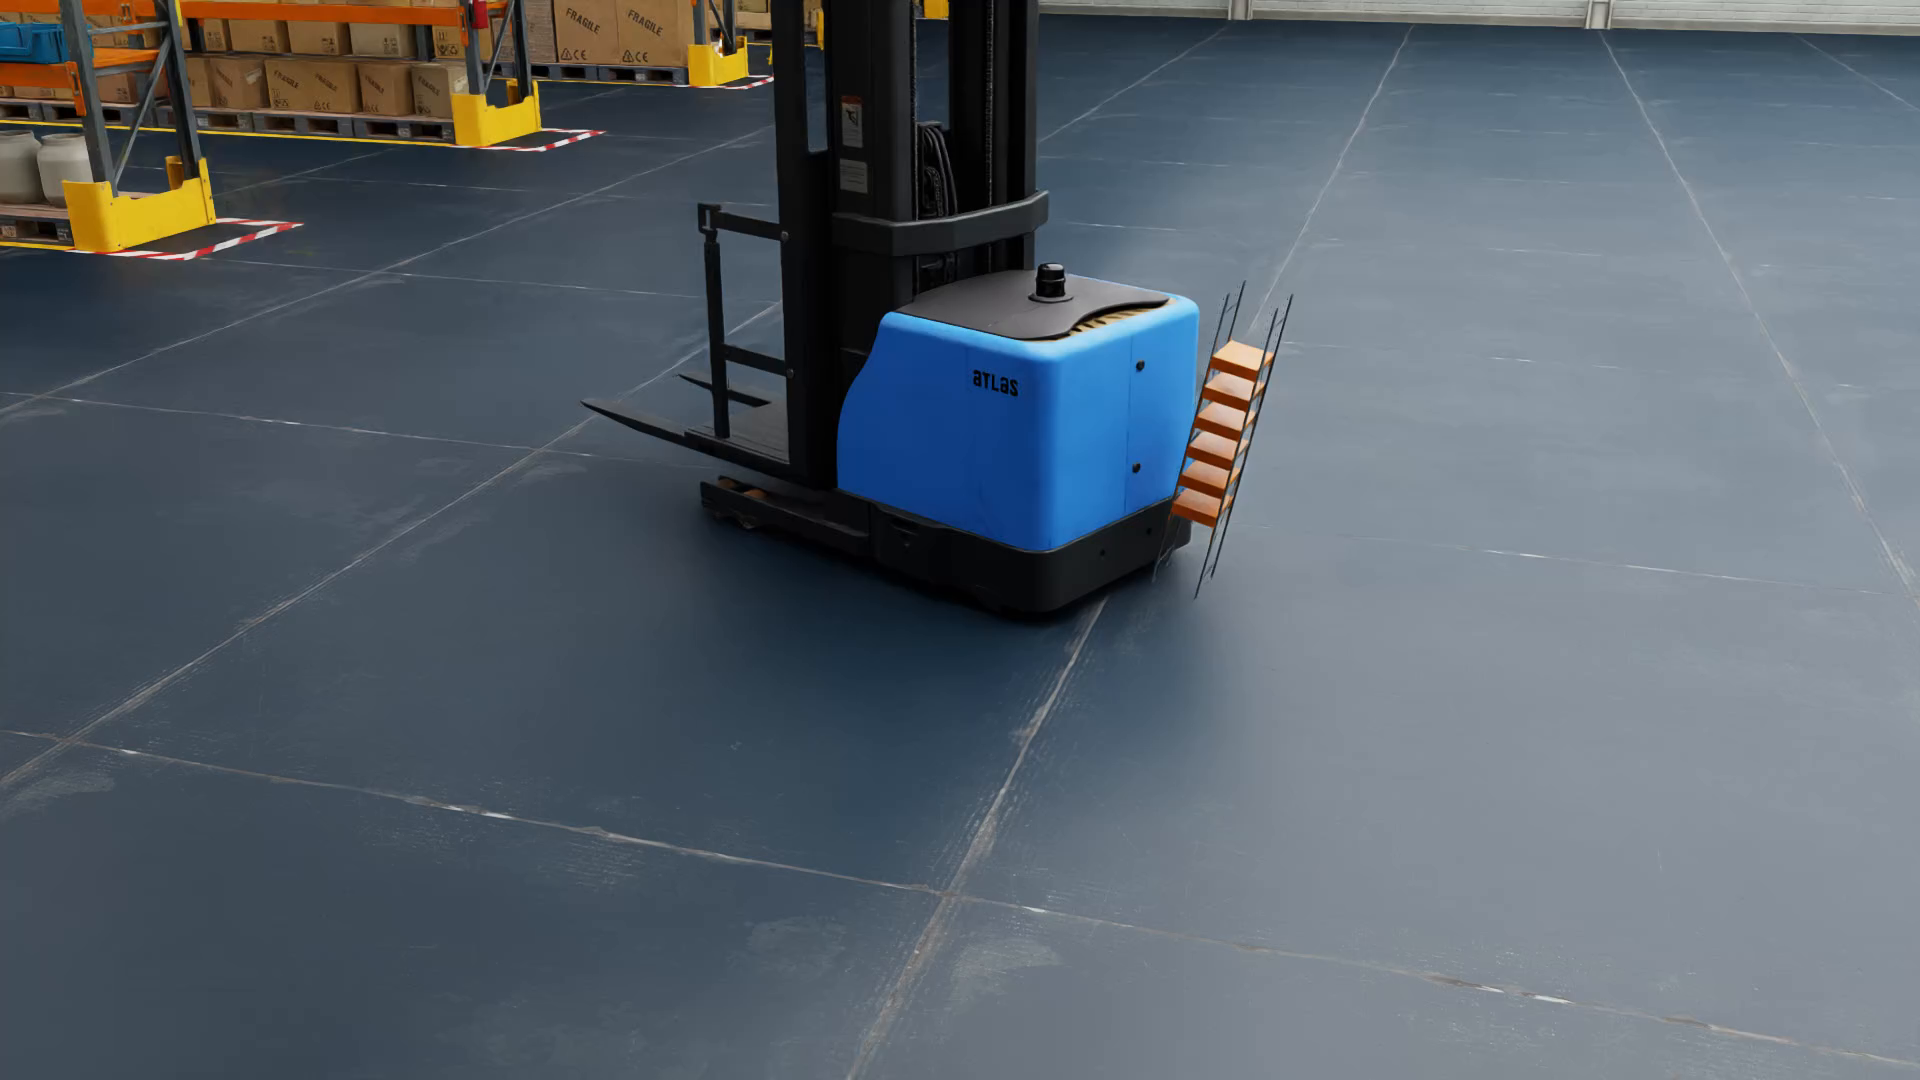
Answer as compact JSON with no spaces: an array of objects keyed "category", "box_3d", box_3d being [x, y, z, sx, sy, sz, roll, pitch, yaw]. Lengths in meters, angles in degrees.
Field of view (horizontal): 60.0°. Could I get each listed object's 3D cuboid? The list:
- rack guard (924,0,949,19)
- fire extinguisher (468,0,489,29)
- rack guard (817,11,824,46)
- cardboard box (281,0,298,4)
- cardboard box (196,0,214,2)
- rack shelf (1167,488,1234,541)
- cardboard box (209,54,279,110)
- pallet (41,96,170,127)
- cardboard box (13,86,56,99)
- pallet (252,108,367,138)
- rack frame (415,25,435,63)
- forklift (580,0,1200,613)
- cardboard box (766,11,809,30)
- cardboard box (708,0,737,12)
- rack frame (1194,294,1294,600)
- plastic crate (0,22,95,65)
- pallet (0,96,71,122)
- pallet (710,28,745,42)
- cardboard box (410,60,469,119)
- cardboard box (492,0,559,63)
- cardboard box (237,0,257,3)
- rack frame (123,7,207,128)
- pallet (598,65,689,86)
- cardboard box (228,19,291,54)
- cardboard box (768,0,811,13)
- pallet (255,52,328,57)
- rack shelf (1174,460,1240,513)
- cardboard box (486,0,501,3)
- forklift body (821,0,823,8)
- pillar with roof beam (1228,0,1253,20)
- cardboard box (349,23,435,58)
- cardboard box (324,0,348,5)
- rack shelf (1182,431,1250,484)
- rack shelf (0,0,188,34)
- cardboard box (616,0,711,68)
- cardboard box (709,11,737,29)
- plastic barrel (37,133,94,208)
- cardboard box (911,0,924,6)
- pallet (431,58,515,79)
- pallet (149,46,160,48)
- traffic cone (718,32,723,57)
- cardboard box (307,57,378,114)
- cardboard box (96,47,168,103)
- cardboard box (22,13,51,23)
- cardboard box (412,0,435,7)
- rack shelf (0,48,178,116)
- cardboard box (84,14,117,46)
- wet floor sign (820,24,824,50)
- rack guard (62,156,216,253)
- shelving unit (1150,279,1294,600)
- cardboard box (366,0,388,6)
[{"category":"rack guard","box_3d":[-0.332,-9.755,30.116,0.348,0.500,1.175,7,23,16]},{"category":"fire extinguisher","box_3d":[-4.671,-5.294,16.049,0.183,0.674,0.296,7,23,16]},{"category":"rack guard","box_3d":[-1.858,-7.962,25.745,0.348,0.500,1.175,7,23,16]},{"category":"cardboard box","box_3d":[-6.666,-5.528,16.850,0.250,0.149,0.380,7,23,16]},{"category":"cardboard box","box_3d":[-7.633,-5.625,17.086,0.250,0.149,0.380,7,23,16]},{"category":"rack shelf","box_3d":[0.930,-0.116,6.410,0.180,0.103,0.258,21,28,17]},{"category":"cardboard box","box_3d":[-7.555,-4.867,17.648,0.500,0.500,0.500,15,27,32]},{"category":"pallet","box_3d":[-9.223,-4.743,18.278,1.213,0.211,1.003,7,23,16]},{"category":"cardboard box","box_3d":[-10.045,-5.190,18.409,0.500,0.500,0.700,5,23,11]},{"category":"pallet","box_3d":[-6.652,-4.464,17.598,1.213,0.211,1.003,7,23,16]},{"category":"rack frame","box_3d":[-6.947,-7.739,21.908,0.127,3.000,1.000,7,23,16]},{"category":"forklift","box_3d":[-0.489,-1.535,6.874,3.031,2.935,1.130,19,29,38]},{"category":"cardboard box","box_3d":[-2.659,-8.026,25.677,0.500,0.250,0.500,6,23,15]},{"category":"cardboard box","box_3d":[-3.609,-8.486,25.811,0.500,0.500,0.500,6,23,14]},{"category":"rack frame","box_3d":[1.063,-0.334,6.255,0.006,1.200,0.240,21,28,17]},{"category":"plastic crate","box_3d":[-6.644,-3.587,11.983,0.616,0.251,0.499,7,23,16]},{"category":"pallet","box_3d":[-10.394,-4.876,18.602,1.213,0.211,1.003,7,23,16]},{"category":"pallet","box_3d":[-3.789,-8.065,26.376,1.213,0.211,1.003,7,23,16]},{"category":"cardboard box","box_3d":[-5.240,-4.622,17.049,0.500,0.500,0.500,11,25,25]},{"category":"cardboard box","box_3d":[-5.501,-6.758,21.764,0.875,0.875,0.875,7,23,16]},{"category":"cardboard box","box_3d":[-7.154,-5.571,16.953,0.250,0.149,0.380,7,23,16]},{"category":"rack frame","box_3d":[-8.477,-5.948,17.542,0.127,3.000,1.000,7,23,16]},{"category":"pallet","box_3d":[-3.906,-6.070,21.513,1.213,0.211,1.003,7,23,15]},{"category":"cardboard box","box_3d":[-9.382,-7.137,22.851,0.750,0.750,1.050,7,23,16]},{"category":"cardboard box","box_3d":[-2.627,-8.372,25.533,0.500,0.500,0.500,7,23,16]},{"category":"pallet","box_3d":[-8.880,-6.639,22.901,1.213,0.211,1.003,7,23,16]},{"category":"rack shelf","box_3d":[0.952,-0.221,6.356,0.180,0.103,0.258,21,28,17]},{"category":"cardboard box","box_3d":[-4.851,-5.511,16.808,0.250,0.149,0.380,7,23,16]},{"category":"forklift body","box_3d":[-2.697,-10.066,28.700,1.214,2.155,2.313,7,23,16]},{"category":"pillar with roof beam","box_3d":[3.740,-11.871,24.077,0.400,9.000,9.100,7,23,16]},{"category":"cardboard box","box_3d":[-7.568,-6.928,22.341,0.750,0.750,1.050,6,23,15]},{"category":"cardboard box","box_3d":[-6.181,-5.481,16.733,0.250,0.149,0.380,7,23,16]},{"category":"rack shelf","box_3d":[0.973,-0.326,6.303,0.180,0.103,0.258,21,28,17]},{"category":"rack shelf","box_3d":[-10.392,-5.834,18.213,4.000,0.370,1.077,7,23,16]},{"category":"cardboard box","box_3d":[-3.786,-6.562,21.285,0.875,0.875,0.875,7,23,16]},{"category":"cardboard box","box_3d":[-3.633,-8.138,25.951,0.500,0.250,0.500,6,23,14]},{"category":"plastic barrel","box_3d":[-6.730,-2.798,12.586,0.421,0.512,0.421,0,22,0]},{"category":"cardboard box","box_3d":[-0.896,-9.773,29.936,0.500,0.250,0.500,7,23,16]},{"category":"pallet","box_3d":[-6.242,-6.337,22.165,1.213,0.211,1.003,7,23,15]},{"category":"pallet","box_3d":[-11.525,-6.974,23.716,1.213,0.211,1.003,7,23,16]},{"category":"traffic cone","box_3d":[-3.216,-6.701,22.720,0.334,0.463,0.336,7,23,16]},{"category":"cardboard box","box_3d":[-6.417,-4.750,17.363,0.500,0.500,0.500,9,24,20]},{"category":"cardboard box","box_3d":[-9.059,-5.070,18.116,0.500,0.500,0.700,5,23,11]},{"category":"cardboard box","box_3d":[-12.963,-7.367,23.740,0.500,0.500,0.500,7,23,16]},{"category":"cardboard box","box_3d":[-5.219,-5.377,16.481,0.250,0.149,0.380,7,23,16]},{"category":"rack shelf","box_3d":[-7.993,-3.596,12.757,4.000,0.370,1.077,7,23,16]},{"category":"cardboard box","box_3d":[-11.978,-7.251,23.458,0.500,0.500,0.500,8,23,18]},{"category":"wet floor sign","box_3d":[-1.912,-7.611,24.699,0.232,0.644,0.267,16,27,34]},{"category":"rack guard","box_3d":[-6.164,-2.545,12.539,0.348,0.500,1.175,7,23,16]},{"category":"shelving unit","box_3d":[0.981,-0.365,6.283,0.189,1.200,0.258,21,28,17]},{"category":"cardboard box","box_3d":[-5.708,-5.419,16.583,0.250,0.149,0.380,7,23,16]}]
